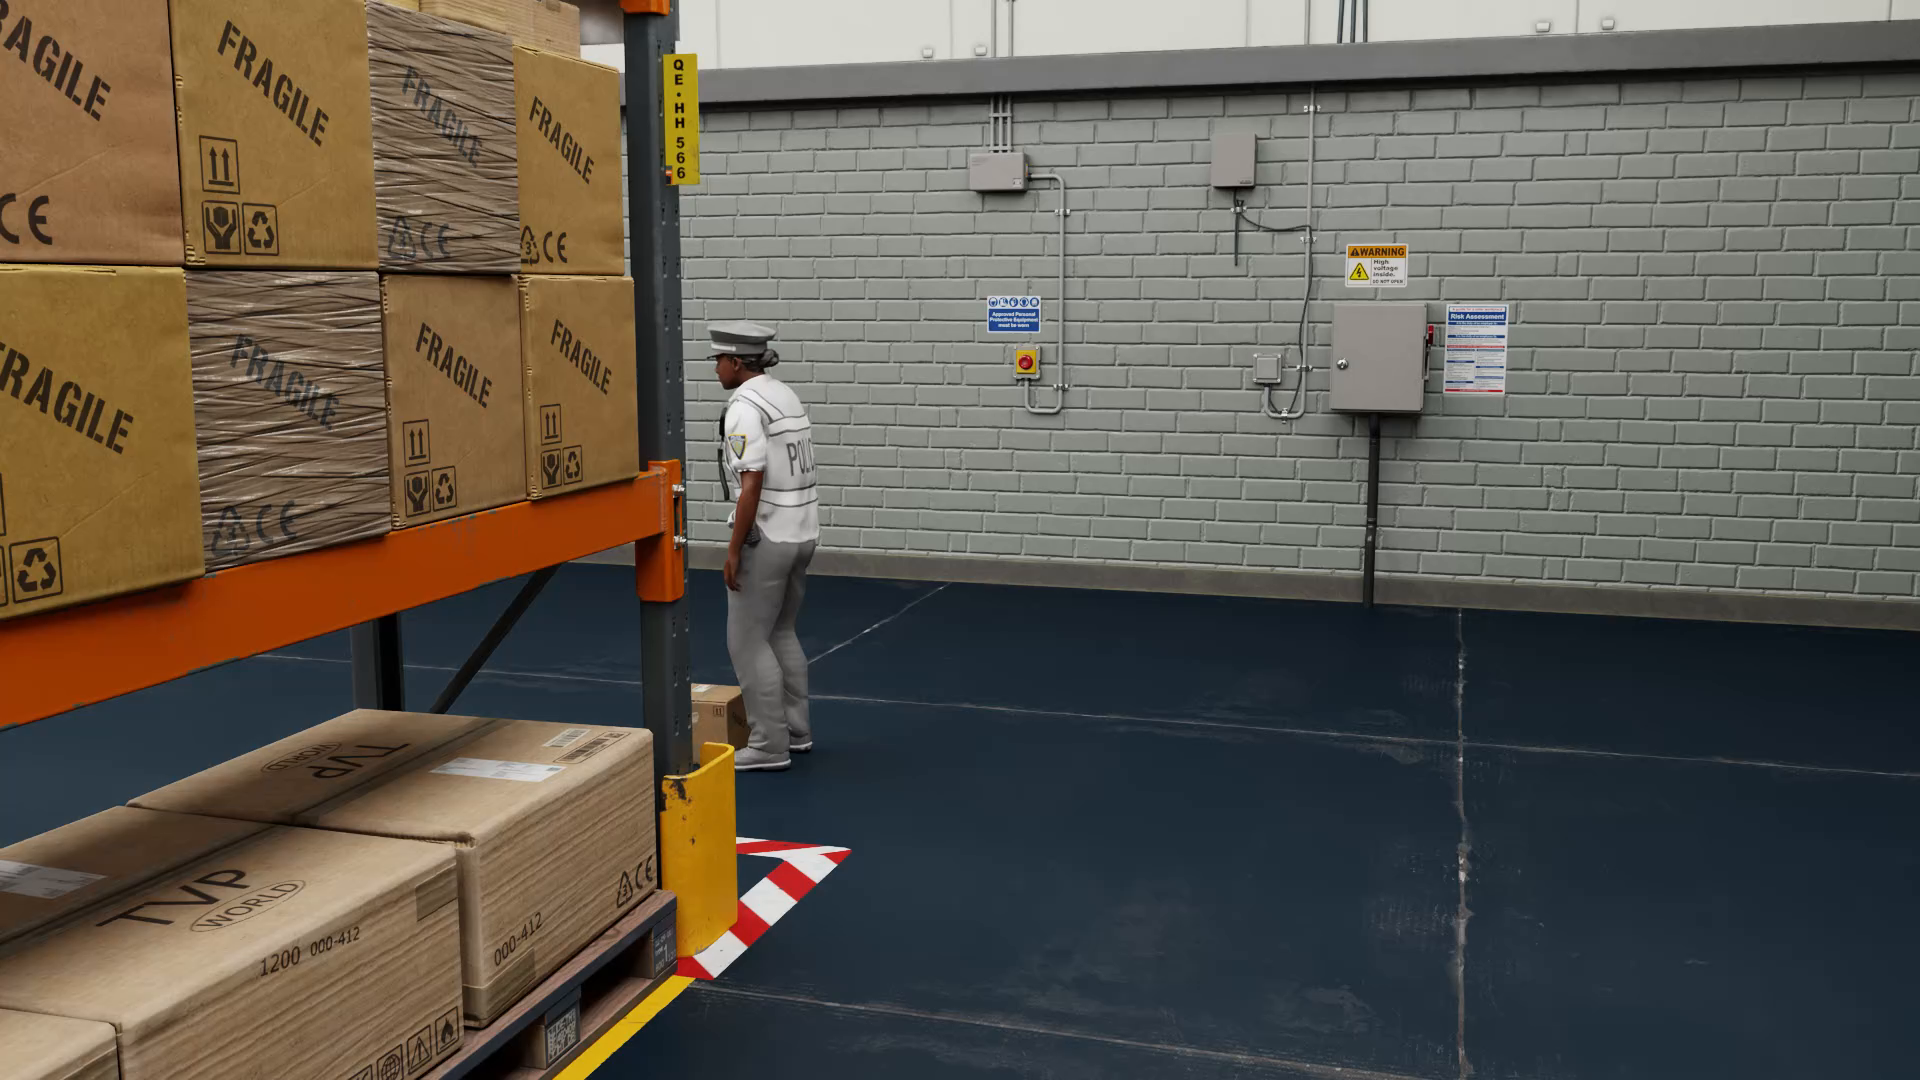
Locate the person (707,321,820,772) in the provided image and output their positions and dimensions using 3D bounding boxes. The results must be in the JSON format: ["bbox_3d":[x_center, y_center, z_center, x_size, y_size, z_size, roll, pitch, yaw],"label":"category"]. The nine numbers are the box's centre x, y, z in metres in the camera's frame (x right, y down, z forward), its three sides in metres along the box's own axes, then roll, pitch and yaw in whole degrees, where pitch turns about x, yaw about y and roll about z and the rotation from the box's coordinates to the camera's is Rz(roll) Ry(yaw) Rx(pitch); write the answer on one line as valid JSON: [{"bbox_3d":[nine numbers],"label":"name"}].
[{"bbox_3d":[-0.734,0.018,6.218,0.396,1.659,0.508,2,9,16],"label":"person"}]
